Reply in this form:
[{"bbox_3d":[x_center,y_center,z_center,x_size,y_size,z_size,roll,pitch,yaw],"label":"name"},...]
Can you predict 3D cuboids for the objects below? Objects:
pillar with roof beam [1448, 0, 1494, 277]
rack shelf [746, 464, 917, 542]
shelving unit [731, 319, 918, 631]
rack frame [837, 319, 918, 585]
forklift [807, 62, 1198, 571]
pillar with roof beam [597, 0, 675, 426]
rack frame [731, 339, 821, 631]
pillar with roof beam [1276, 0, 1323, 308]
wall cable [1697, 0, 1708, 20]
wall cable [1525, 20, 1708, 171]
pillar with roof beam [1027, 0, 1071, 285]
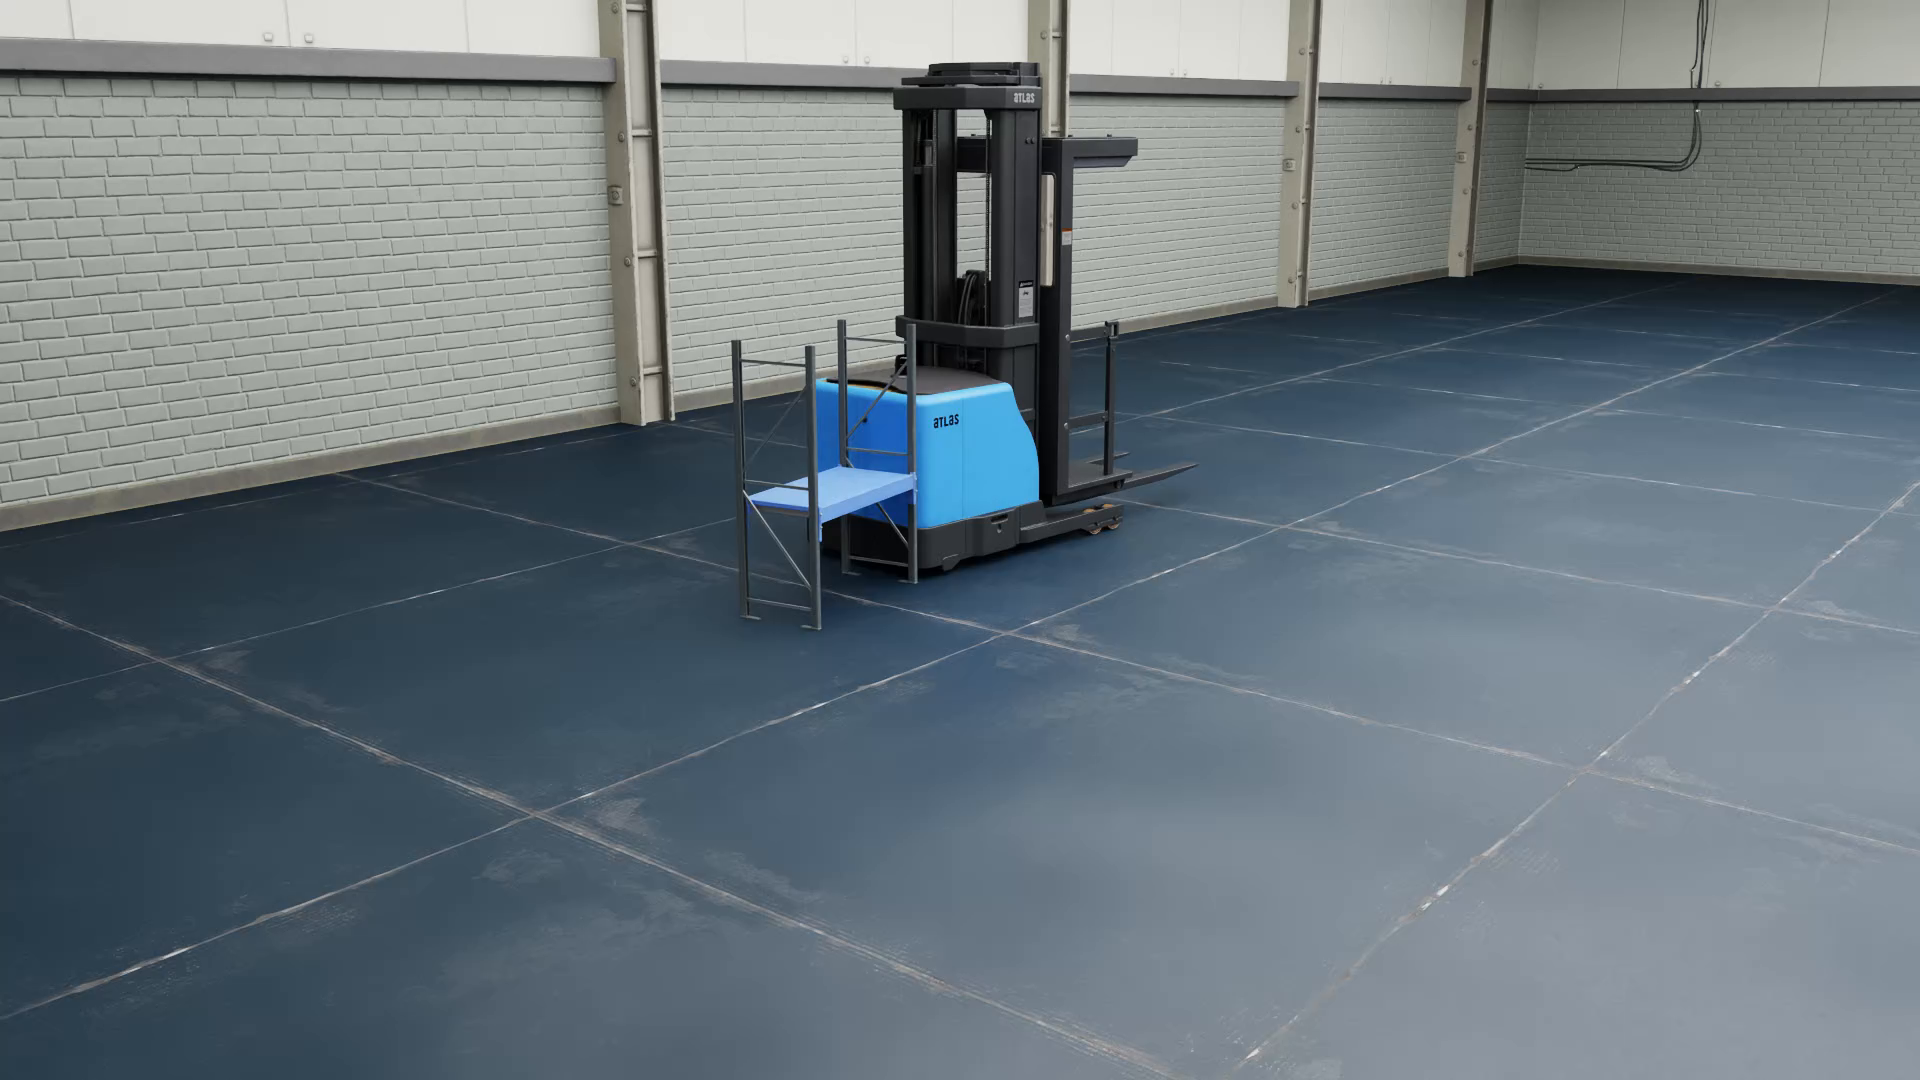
[{"bbox_3d":[11.876,-8.204,24.642,9.100,9.000,0.400,11,18,38],"label":"pillar with roof beam"},{"bbox_3d":[-0.716,-0.217,9.163,0.538,0.185,1.000,8,16,28],"label":"rack shelf"},{"bbox_3d":[-0.716,-0.392,9.119,0.538,1.500,1.048,8,16,28],"label":"shelving unit"},{"bbox_3d":[-0.473,-0.502,9.552,0.500,1.500,0.032,8,16,28],"label":"rack frame"},{"bbox_3d":[0.425,-1.533,10.703,1.130,2.935,3.031,13,19,41],"label":"forklift"},{"bbox_3d":[0.563,-4.757,11.072,9.100,9.000,0.400,11,18,38],"label":"pillar with roof beam"},{"bbox_3d":[-0.958,-0.282,8.686,0.500,1.500,0.032,8,16,28],"label":"rack frame"},{"bbox_3d":[8.105,-7.055,20.118,9.100,9.000,0.400,11,18,38],"label":"pillar with roof beam"},{"bbox_3d":[13.512,-9.754,26.792,3.097,2.526,0.112,11,18,38],"label":"wall cable"},{"bbox_3d":[11.408,-7.725,29.062,3.097,2.526,0.112,11,18,38],"label":"wall cable"},{"bbox_3d":[4.334,-5.906,15.595,9.100,9.000,0.400,11,18,38],"label":"pillar with roof beam"}]
